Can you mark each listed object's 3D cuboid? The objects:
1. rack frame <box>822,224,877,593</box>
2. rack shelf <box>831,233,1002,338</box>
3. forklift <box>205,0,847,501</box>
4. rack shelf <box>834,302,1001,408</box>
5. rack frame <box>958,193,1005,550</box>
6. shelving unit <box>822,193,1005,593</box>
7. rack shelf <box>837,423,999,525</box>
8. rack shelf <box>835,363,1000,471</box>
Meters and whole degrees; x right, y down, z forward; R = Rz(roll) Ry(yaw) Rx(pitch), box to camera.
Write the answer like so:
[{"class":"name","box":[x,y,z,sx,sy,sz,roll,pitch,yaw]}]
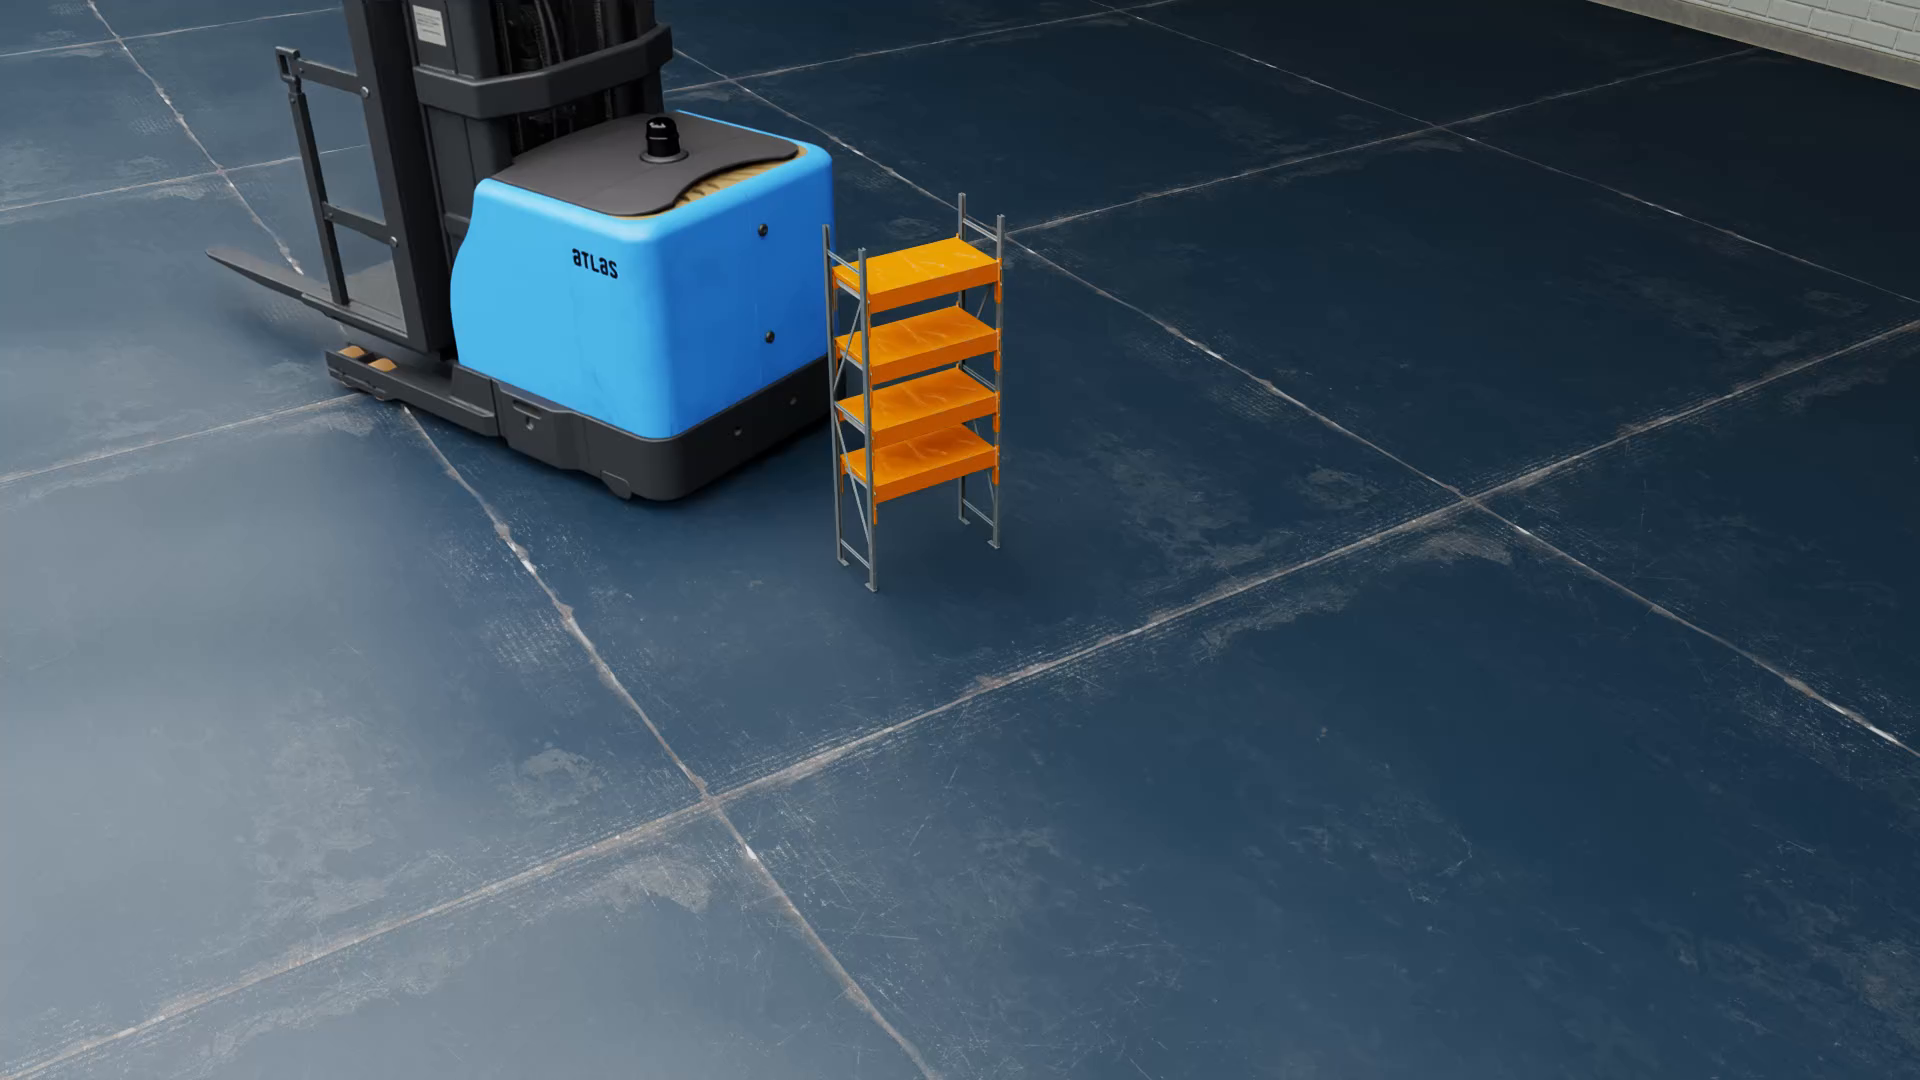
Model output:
[{"class":"rack frame","box":[-0.344,-0.389,5.242,0.015,1.200,0.240,-19,37,-27]},{"class":"rack shelf","box":[-0.139,-0.792,5.144,0.480,0.148,0.258,-19,37,-27]},{"class":"forklift","box":[-1.931,-1.998,6.169,3.031,2.935,1.130,21,38,30]},{"class":"rack shelf","box":[-0.139,-0.592,5.271,0.480,0.148,0.258,-19,37,-27]},{"class":"rack frame","box":[0.066,-0.530,5.466,0.015,1.200,0.240,-19,37,-27]},{"class":"shelving unit","box":[-0.139,-0.460,5.354,0.503,1.200,0.258,-19,37,-27]},{"class":"rack shelf","box":[-0.139,-0.235,5.496,0.480,0.148,0.258,-19,37,-27]},{"class":"rack shelf","box":[-0.139,-0.403,5.390,0.480,0.148,0.258,-19,37,-27]}]
